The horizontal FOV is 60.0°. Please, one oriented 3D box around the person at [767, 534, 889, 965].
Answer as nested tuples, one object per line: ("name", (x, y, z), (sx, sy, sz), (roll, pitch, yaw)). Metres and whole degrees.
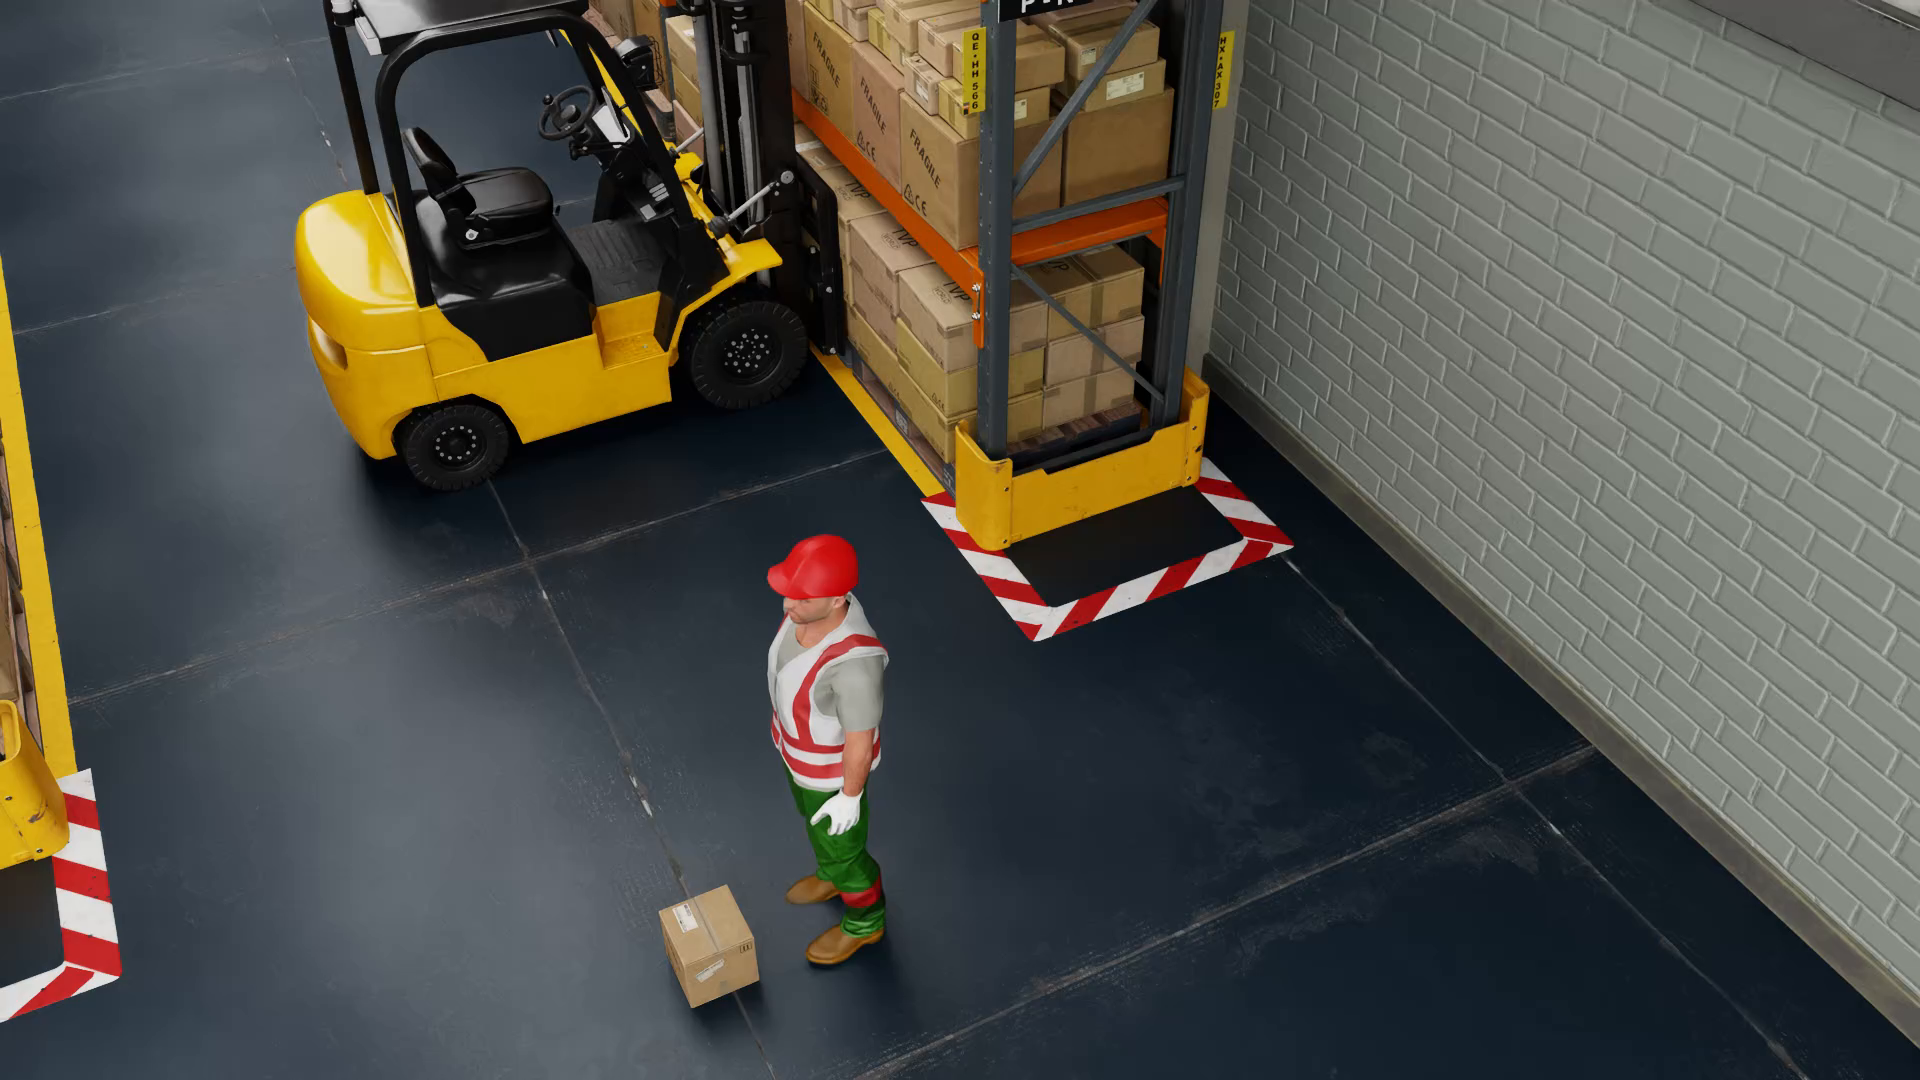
("person", (-0.429, 0.690, 5.357), (0.342, 1.805, 0.524), (-18, 44, -19))
